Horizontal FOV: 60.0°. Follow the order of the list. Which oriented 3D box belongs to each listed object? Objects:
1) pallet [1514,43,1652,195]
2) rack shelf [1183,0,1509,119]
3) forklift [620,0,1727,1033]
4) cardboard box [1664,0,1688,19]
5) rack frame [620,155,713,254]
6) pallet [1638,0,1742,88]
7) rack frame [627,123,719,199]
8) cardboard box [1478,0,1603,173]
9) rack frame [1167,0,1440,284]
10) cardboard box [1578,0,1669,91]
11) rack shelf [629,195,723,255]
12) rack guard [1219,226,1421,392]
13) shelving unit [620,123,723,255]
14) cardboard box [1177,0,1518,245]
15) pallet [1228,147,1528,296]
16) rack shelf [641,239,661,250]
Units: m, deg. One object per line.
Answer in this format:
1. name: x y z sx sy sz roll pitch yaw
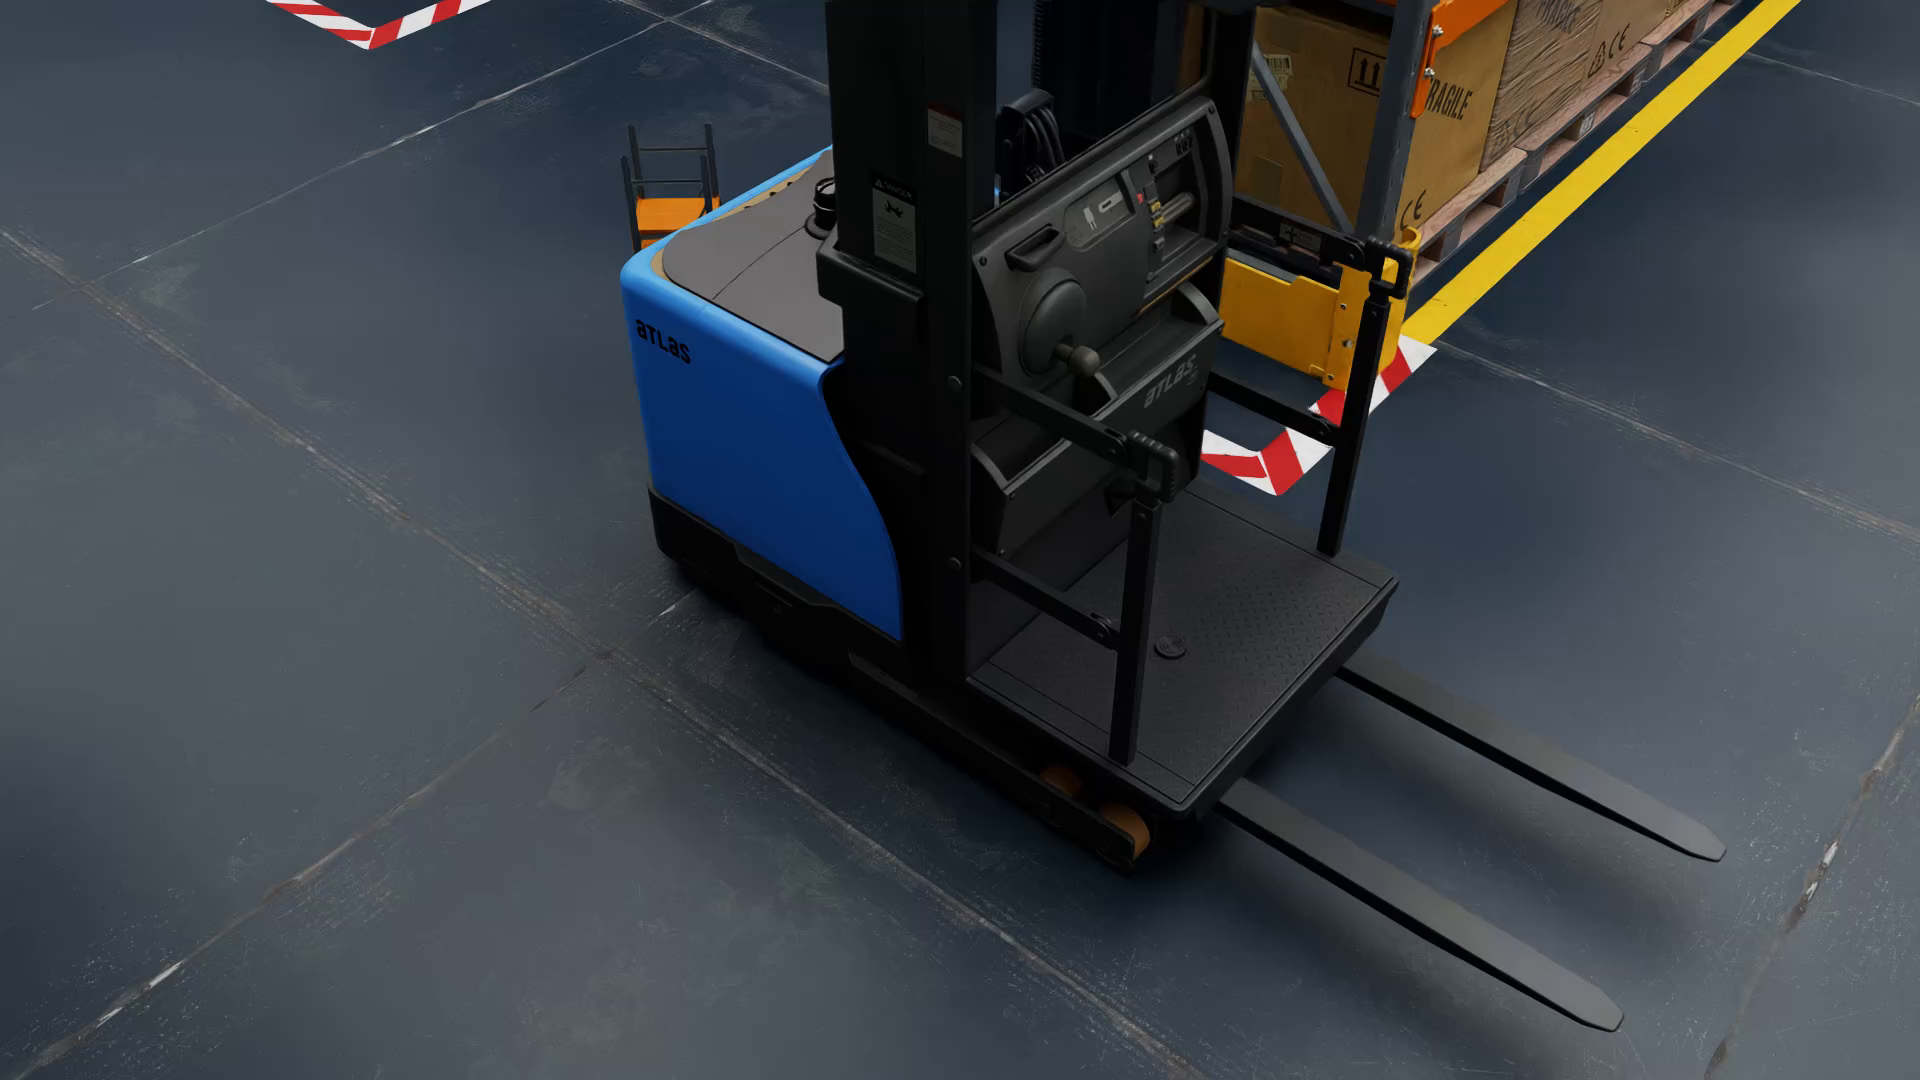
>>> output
1. pallet: 2.290 -2.000 7.293 1.003 0.211 1.213 29 50 28
2. rack shelf: 2.337 -2.724 6.551 1.077 0.370 4.000 29 50 28
3. forklift: 0.514 -0.647 3.783 3.031 2.935 1.130 29 50 28
4. cardboard box: 3.138 -3.085 7.680 0.875 0.875 0.875 29 50 28
5. rack frame: -0.829 -0.629 5.050 0.240 1.200 0.006 -1 42 -2
6. pallet: 3.075 -2.631 7.987 1.003 0.211 1.213 29 50 28
7. rack frame: -0.836 -0.752 5.186 0.240 1.200 0.006 -1 42 -2
8. cardboard box: 1.986 -2.163 6.666 0.875 0.875 0.875 29 50 28
9. rack frame: 1.050 -1.961 5.177 1.000 3.000 0.127 29 50 28
10. cardboard box: 2.559 -2.621 7.170 0.875 0.875 0.875 29 50 28
11. rack shelf: -0.832 -0.924 4.906 0.258 0.103 0.180 -1 42 -2
12. rack guard: 1.034 -1.024 6.004 1.175 0.500 0.348 29 50 28
13. shelving unit: -0.832 -0.691 5.118 0.258 1.200 0.189 -1 42 -2
14. cardboard box: 1.400 -1.694 6.151 0.875 0.875 0.875 29 50 28
15. pallet: 1.504 -1.375 6.605 1.003 0.211 1.213 29 50 28
16. rack shelf: -0.832 -0.836 4.986 0.258 0.103 0.180 -1 42 -2
